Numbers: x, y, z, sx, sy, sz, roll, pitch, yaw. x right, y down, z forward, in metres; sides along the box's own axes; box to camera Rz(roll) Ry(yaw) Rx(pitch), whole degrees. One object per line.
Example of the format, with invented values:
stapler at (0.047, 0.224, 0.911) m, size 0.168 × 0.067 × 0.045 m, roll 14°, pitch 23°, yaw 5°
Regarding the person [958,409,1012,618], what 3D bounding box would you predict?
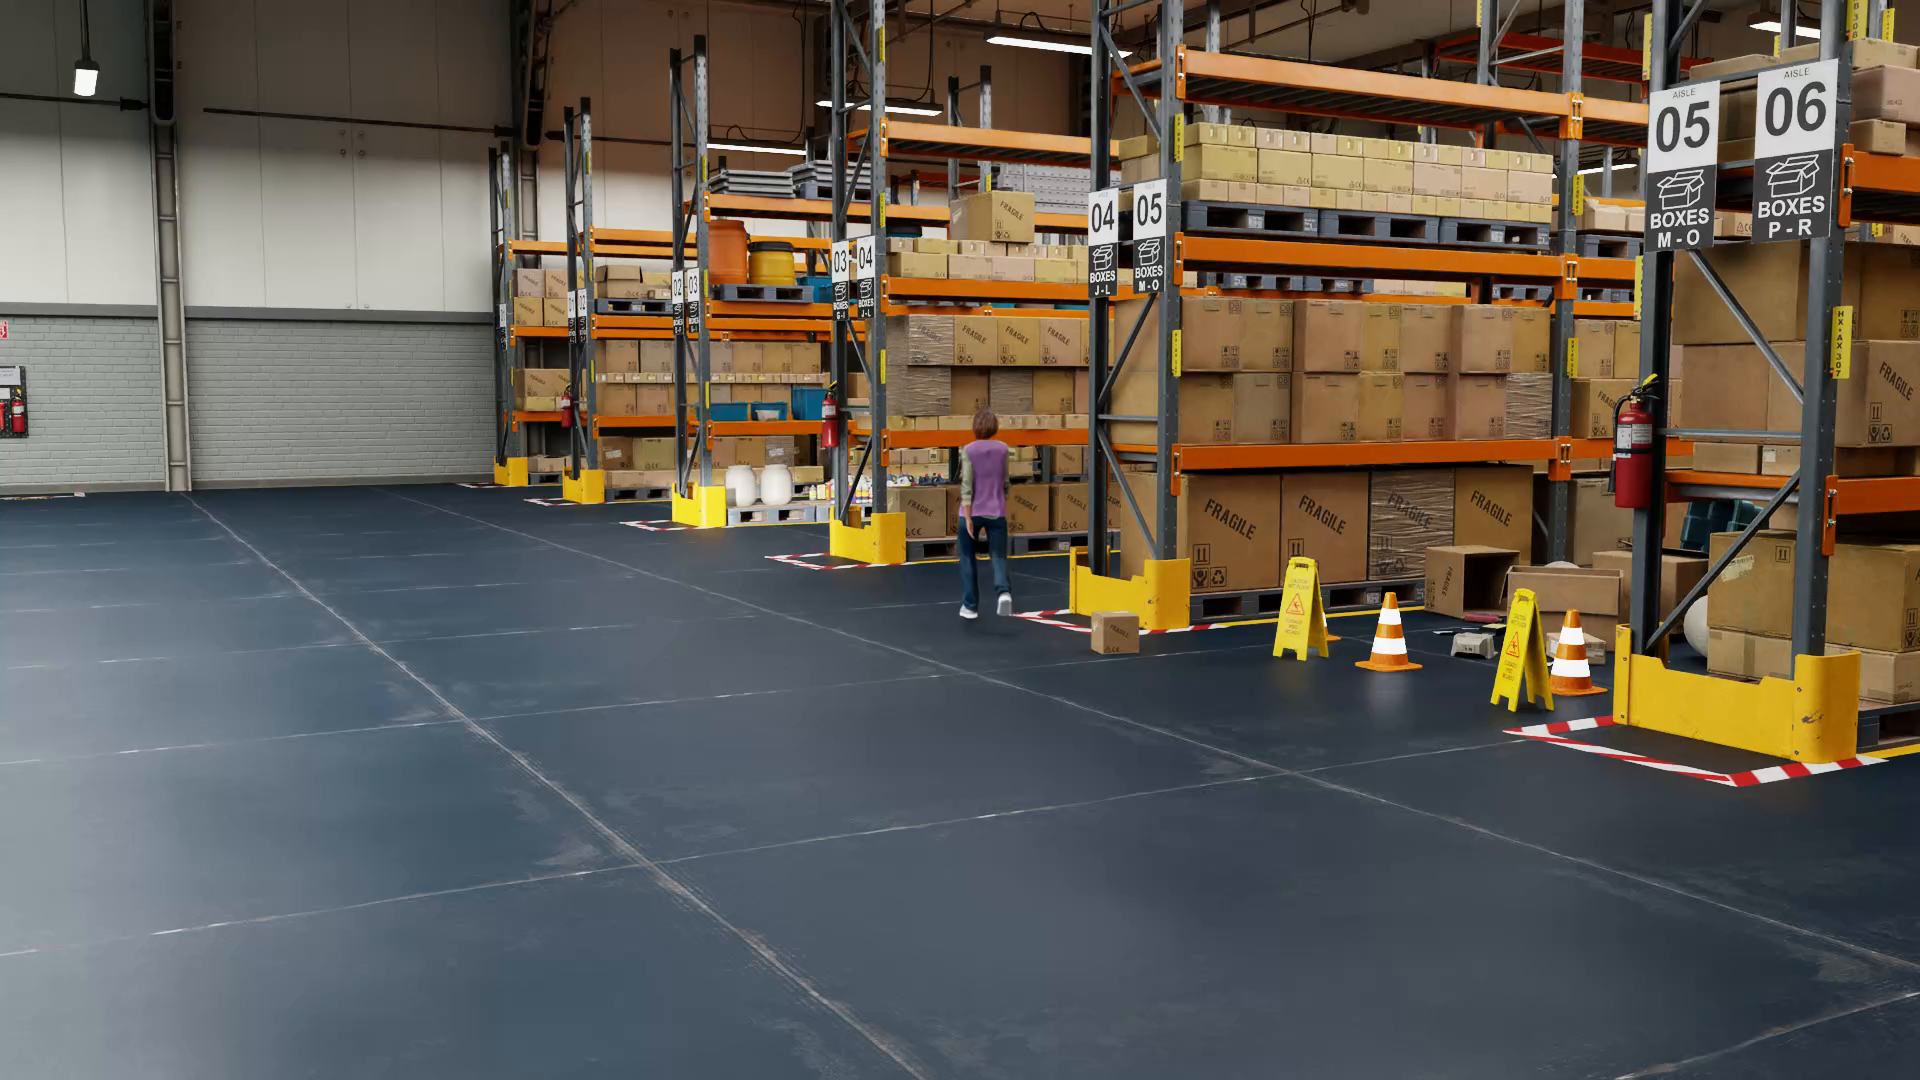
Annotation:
person at (0.191, -0.177, 12.069) m, size 0.394 × 1.549 × 0.851 m, roll -1°, pitch 5°, yaw -12°
